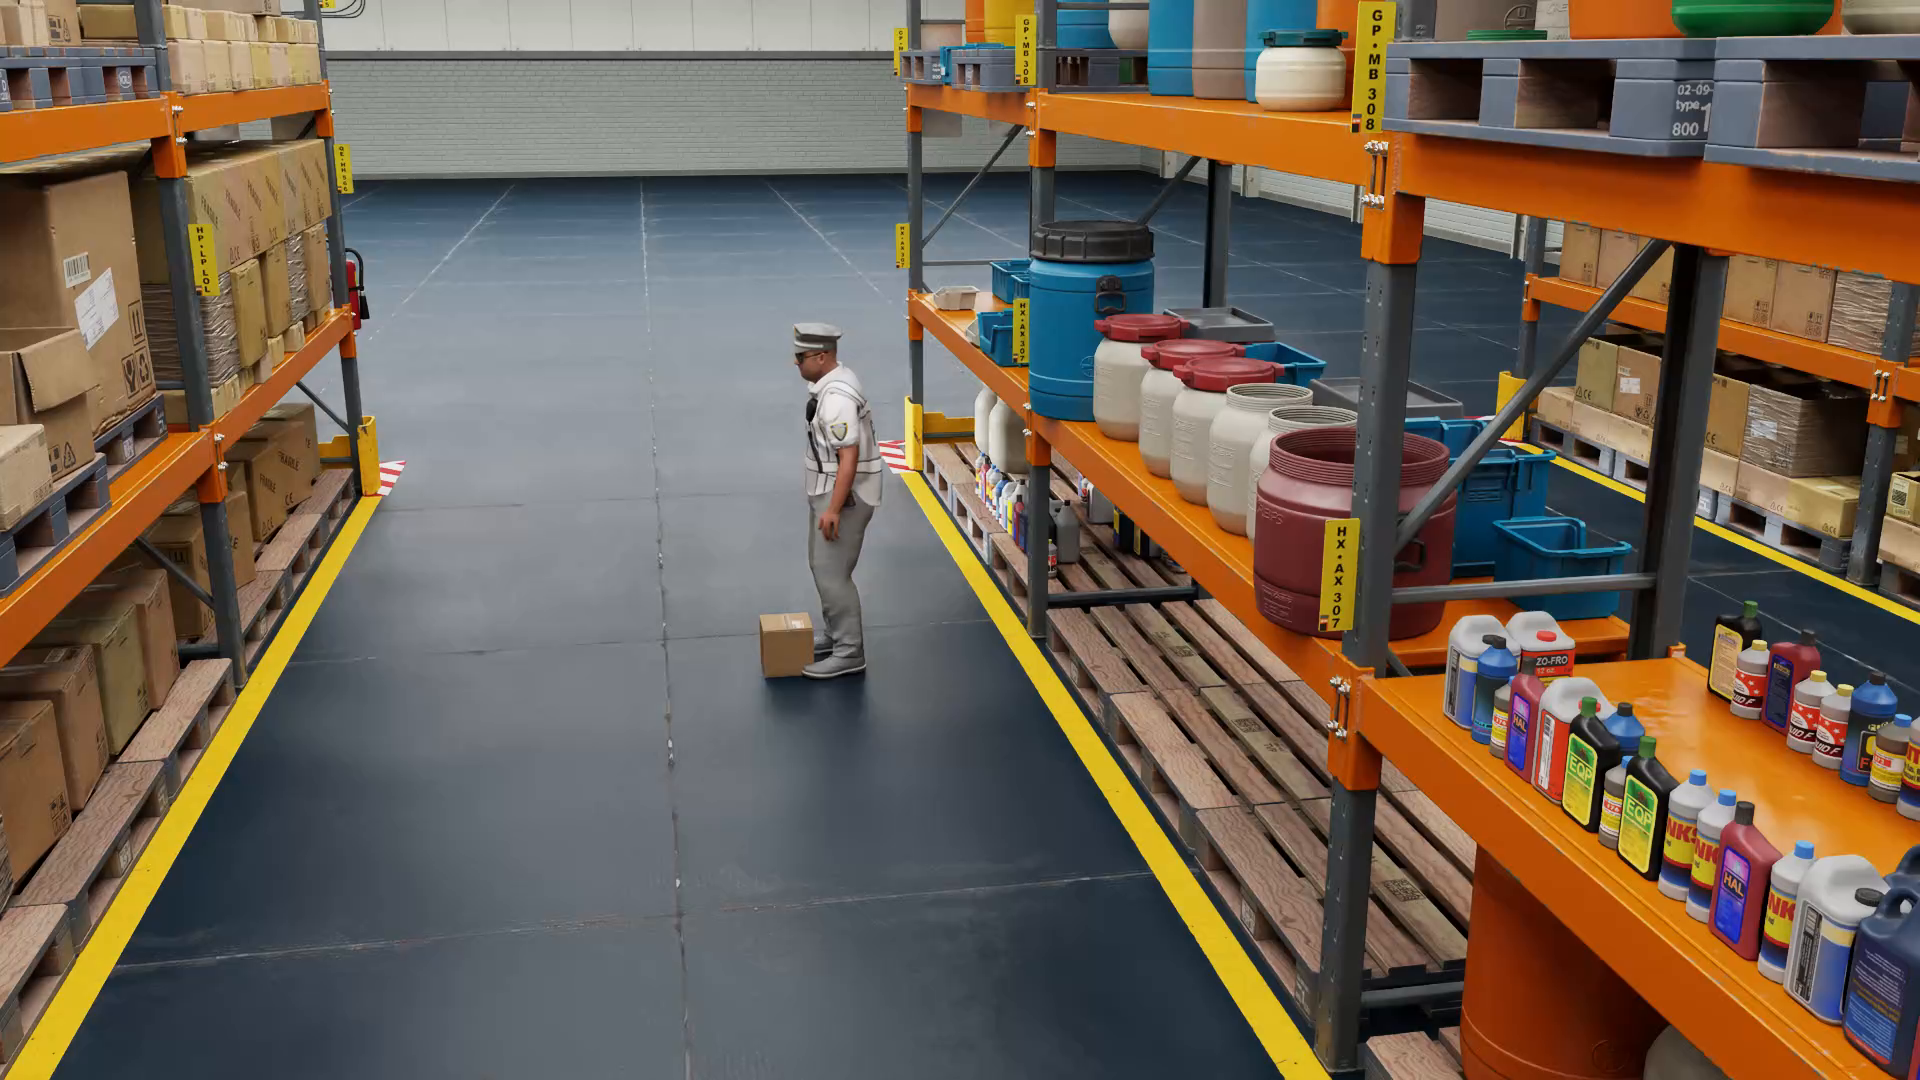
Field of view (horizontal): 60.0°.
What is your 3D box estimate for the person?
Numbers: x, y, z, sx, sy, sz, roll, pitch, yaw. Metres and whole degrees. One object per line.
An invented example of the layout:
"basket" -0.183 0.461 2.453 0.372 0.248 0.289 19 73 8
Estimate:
"person" -0.608 -0.209 8.236 0.433 1.748 0.584 -3 17 -10
